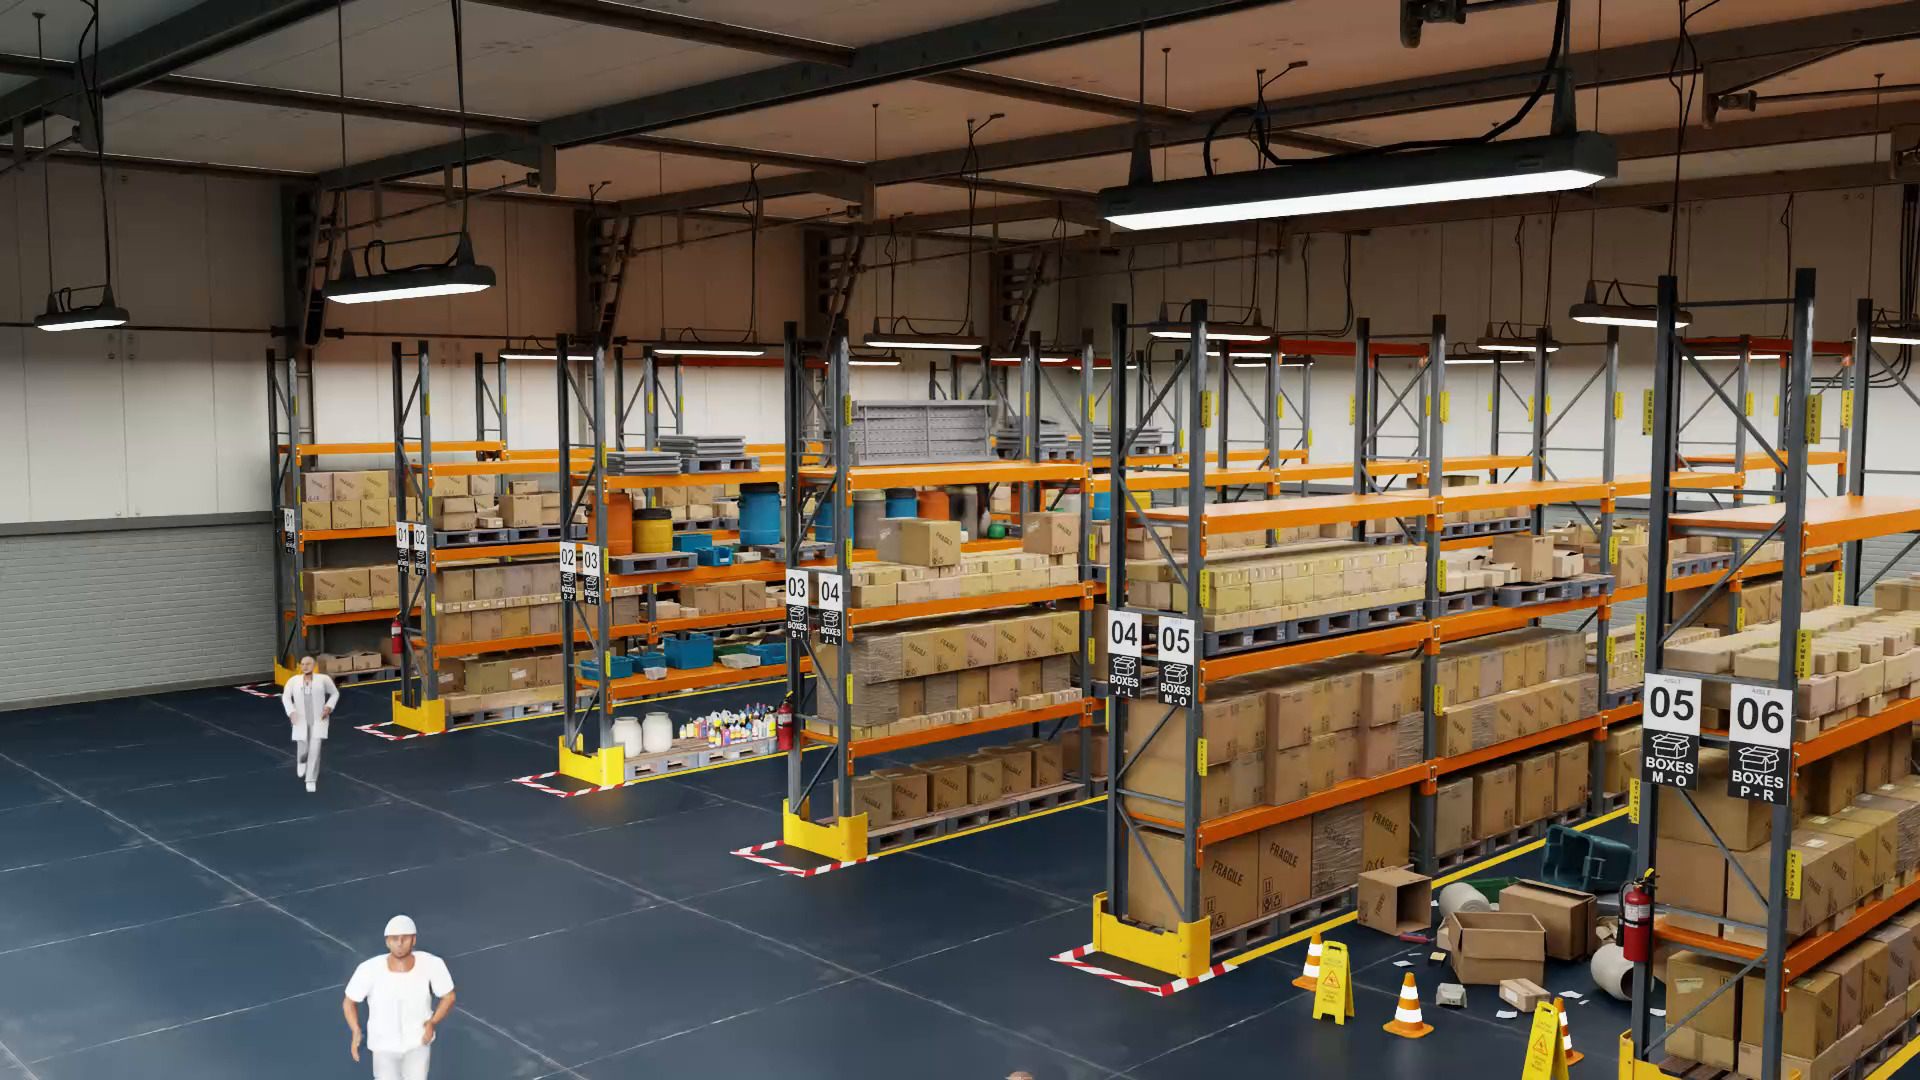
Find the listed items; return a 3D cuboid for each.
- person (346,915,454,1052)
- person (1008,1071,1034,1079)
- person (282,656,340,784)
[{"bbox_3d":[-3.726,3.347,11.110,0.687,1.724,0.618,-2,5,-21],"label":"person"},{"bbox_3d":[0.302,3.541,8.619,0.679,1.598,0.557,-1,5,-6],"label":"person"},{"bbox_3d":[-8.573,2.362,21.987,0.712,1.678,0.640,-1,5,-15],"label":"person"}]
